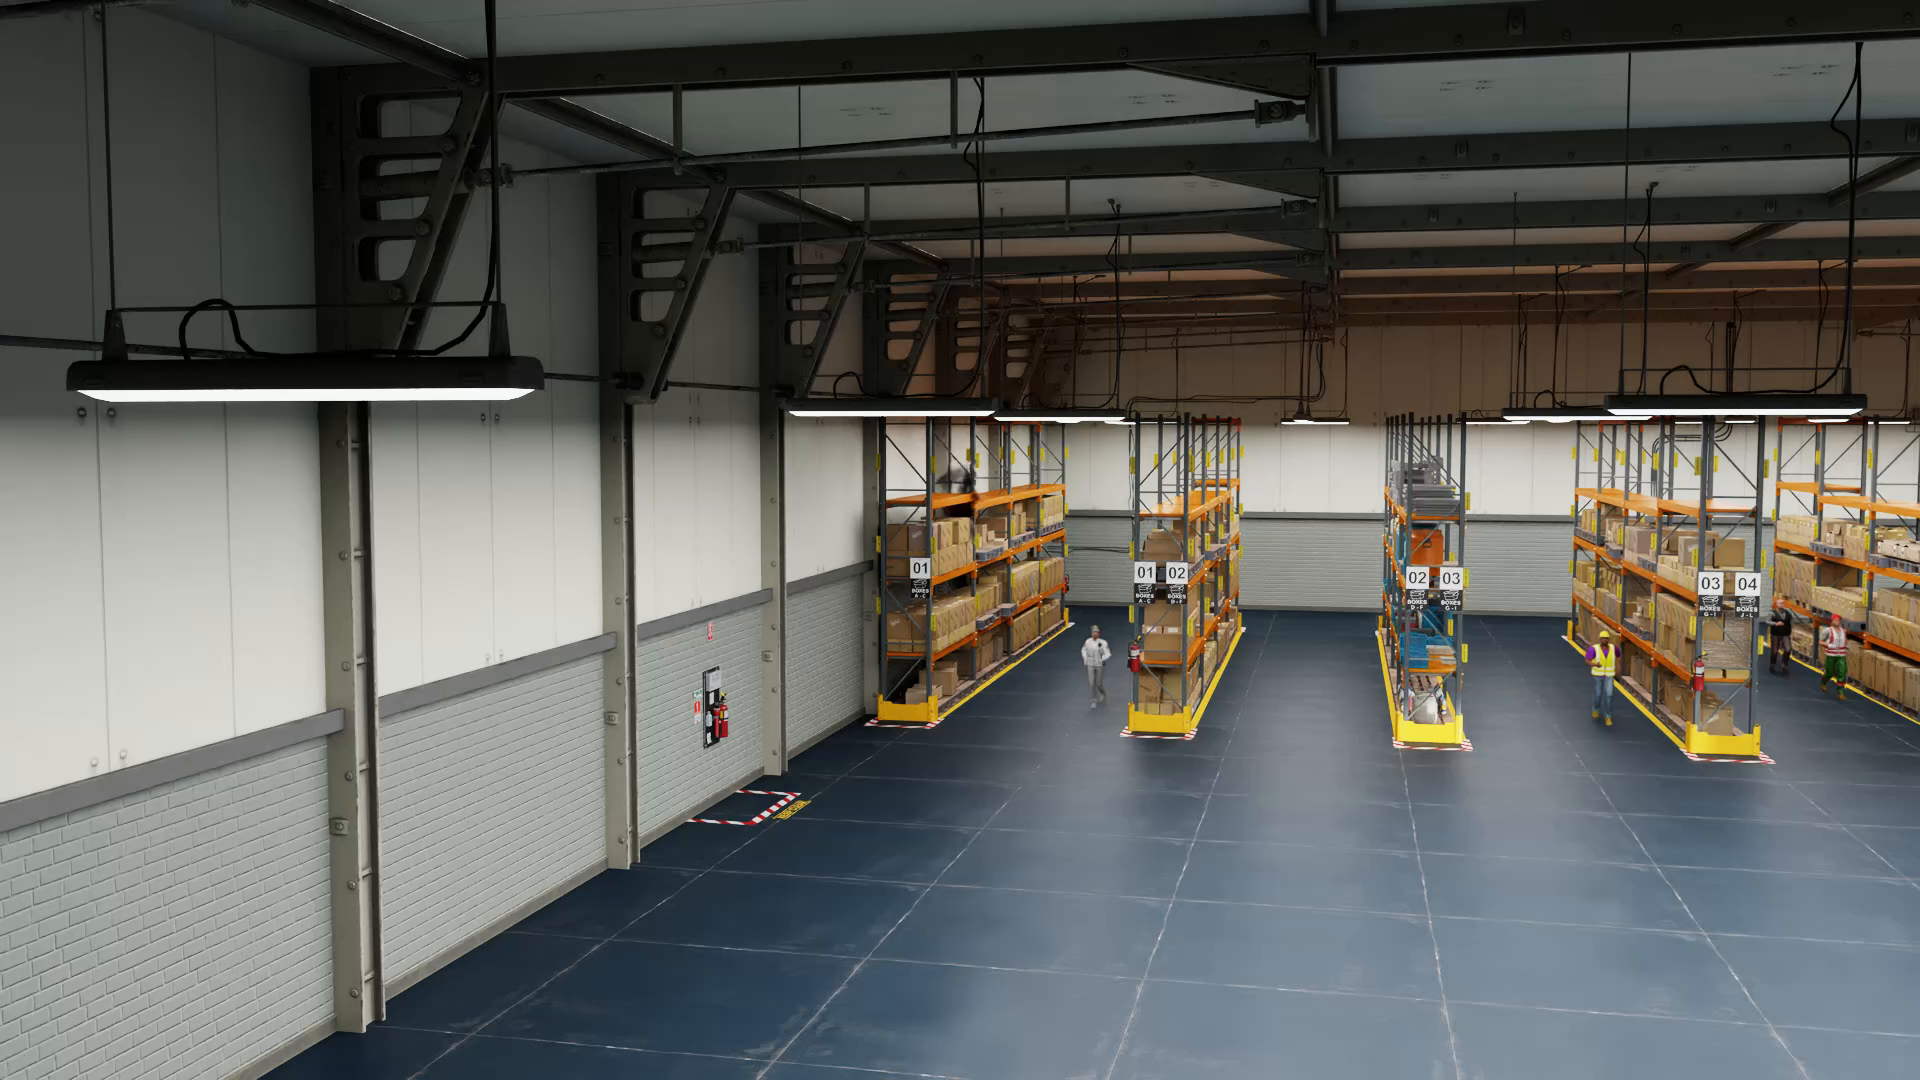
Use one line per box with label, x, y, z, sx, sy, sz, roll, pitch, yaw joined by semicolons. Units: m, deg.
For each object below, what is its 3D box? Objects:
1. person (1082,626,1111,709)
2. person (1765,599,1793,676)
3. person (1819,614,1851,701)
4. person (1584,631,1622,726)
person;2.767;2.578;34.007;0.627;1.682;0.728;1;4;16
person;18.991;2.184;38.517;0.676;1.635;0.752;1;4;10
person;18.423;2.443;35.002;0.654;1.776;0.985;0;4;3
person;12.472;2.663;32.242;0.718;1.827;0.789;1;4;13
